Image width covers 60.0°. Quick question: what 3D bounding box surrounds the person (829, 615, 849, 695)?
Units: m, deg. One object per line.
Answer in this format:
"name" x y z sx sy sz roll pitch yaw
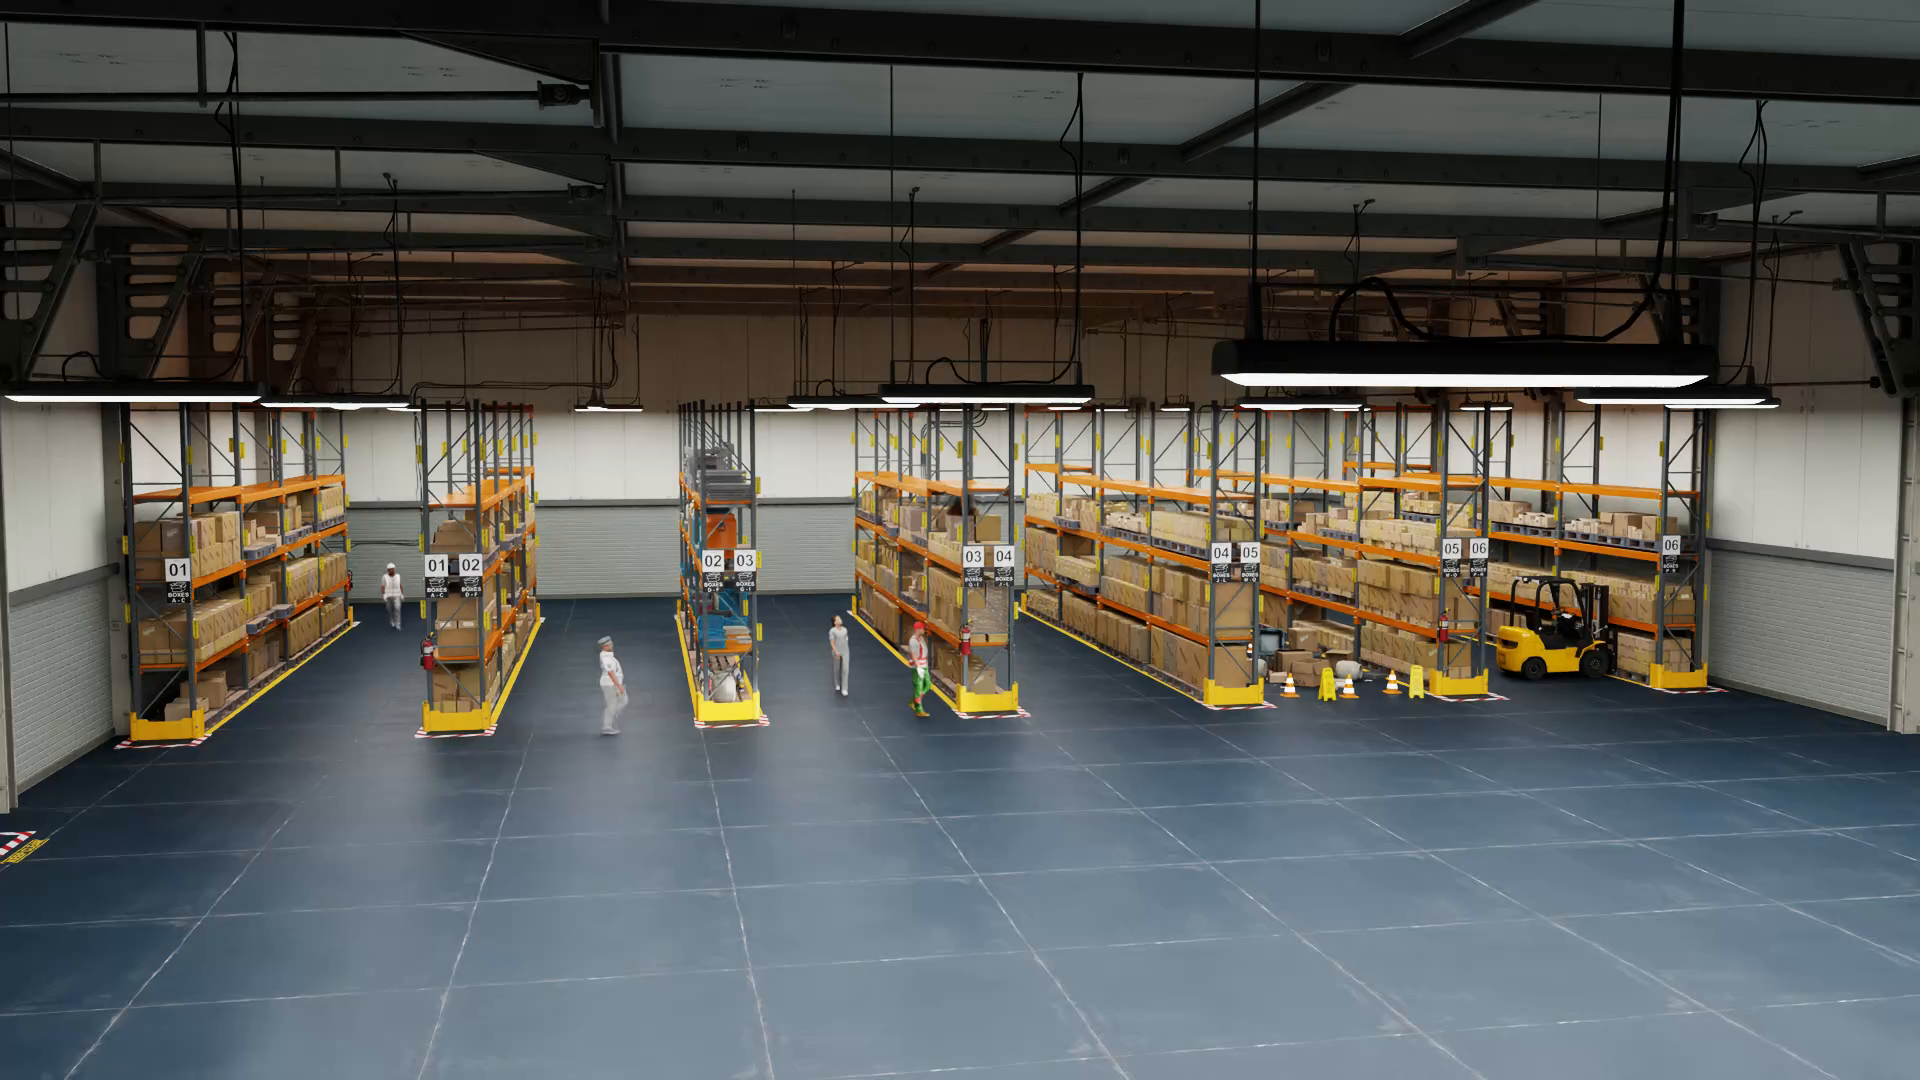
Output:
"person" -2.472 2.341 34.091 0.414 1.603 0.984 -1 4 -7

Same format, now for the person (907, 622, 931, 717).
"person" -0.771 2.442 31.617 0.536 1.791 0.649 1 5 17

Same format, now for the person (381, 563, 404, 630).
"person" -15.108 1.491 44.235 0.557 1.723 1.010 -1 4 -13

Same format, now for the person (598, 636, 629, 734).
"person" -6.208 2.594 29.666 0.499 1.776 0.557 0 4 2
